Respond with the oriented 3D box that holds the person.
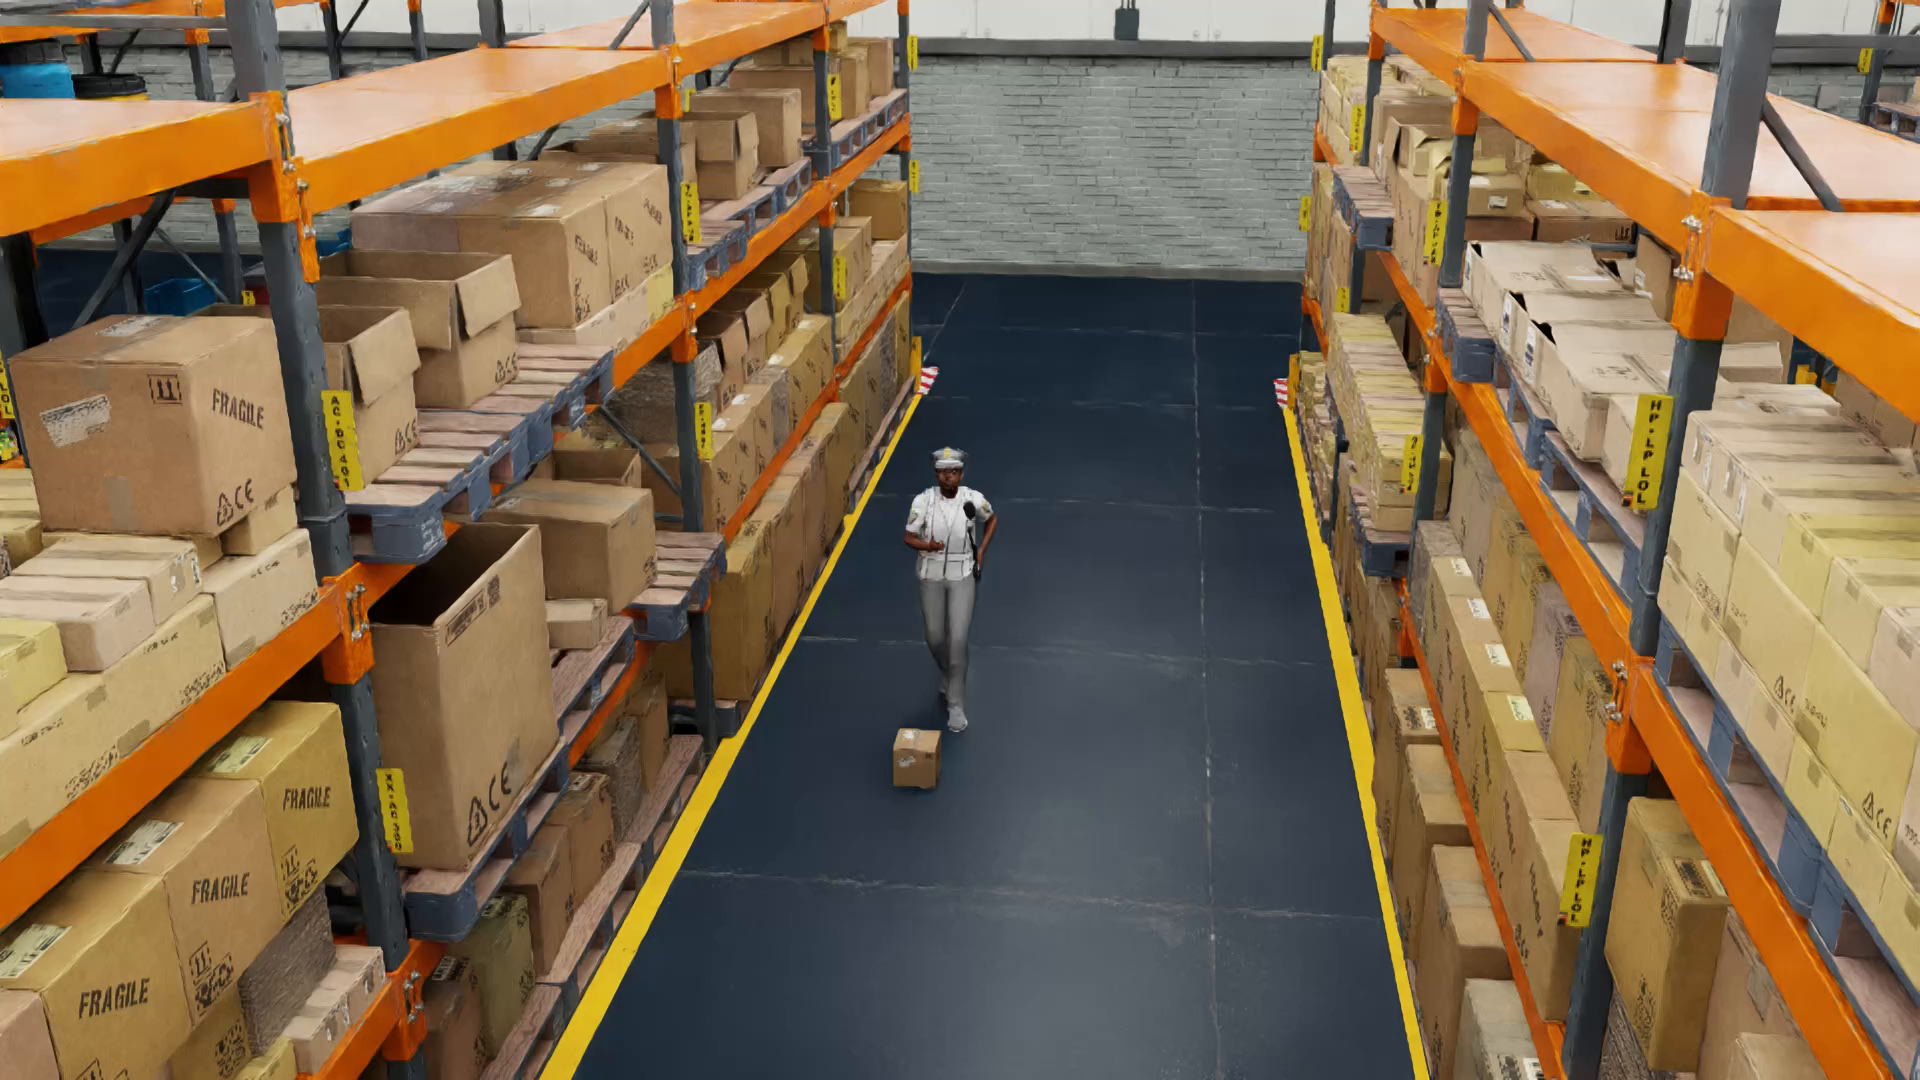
[{"bbox_3d":[-0.082,0.271,10.374,0.548,1.698,0.749,3,22,8],"label":"person"}]
